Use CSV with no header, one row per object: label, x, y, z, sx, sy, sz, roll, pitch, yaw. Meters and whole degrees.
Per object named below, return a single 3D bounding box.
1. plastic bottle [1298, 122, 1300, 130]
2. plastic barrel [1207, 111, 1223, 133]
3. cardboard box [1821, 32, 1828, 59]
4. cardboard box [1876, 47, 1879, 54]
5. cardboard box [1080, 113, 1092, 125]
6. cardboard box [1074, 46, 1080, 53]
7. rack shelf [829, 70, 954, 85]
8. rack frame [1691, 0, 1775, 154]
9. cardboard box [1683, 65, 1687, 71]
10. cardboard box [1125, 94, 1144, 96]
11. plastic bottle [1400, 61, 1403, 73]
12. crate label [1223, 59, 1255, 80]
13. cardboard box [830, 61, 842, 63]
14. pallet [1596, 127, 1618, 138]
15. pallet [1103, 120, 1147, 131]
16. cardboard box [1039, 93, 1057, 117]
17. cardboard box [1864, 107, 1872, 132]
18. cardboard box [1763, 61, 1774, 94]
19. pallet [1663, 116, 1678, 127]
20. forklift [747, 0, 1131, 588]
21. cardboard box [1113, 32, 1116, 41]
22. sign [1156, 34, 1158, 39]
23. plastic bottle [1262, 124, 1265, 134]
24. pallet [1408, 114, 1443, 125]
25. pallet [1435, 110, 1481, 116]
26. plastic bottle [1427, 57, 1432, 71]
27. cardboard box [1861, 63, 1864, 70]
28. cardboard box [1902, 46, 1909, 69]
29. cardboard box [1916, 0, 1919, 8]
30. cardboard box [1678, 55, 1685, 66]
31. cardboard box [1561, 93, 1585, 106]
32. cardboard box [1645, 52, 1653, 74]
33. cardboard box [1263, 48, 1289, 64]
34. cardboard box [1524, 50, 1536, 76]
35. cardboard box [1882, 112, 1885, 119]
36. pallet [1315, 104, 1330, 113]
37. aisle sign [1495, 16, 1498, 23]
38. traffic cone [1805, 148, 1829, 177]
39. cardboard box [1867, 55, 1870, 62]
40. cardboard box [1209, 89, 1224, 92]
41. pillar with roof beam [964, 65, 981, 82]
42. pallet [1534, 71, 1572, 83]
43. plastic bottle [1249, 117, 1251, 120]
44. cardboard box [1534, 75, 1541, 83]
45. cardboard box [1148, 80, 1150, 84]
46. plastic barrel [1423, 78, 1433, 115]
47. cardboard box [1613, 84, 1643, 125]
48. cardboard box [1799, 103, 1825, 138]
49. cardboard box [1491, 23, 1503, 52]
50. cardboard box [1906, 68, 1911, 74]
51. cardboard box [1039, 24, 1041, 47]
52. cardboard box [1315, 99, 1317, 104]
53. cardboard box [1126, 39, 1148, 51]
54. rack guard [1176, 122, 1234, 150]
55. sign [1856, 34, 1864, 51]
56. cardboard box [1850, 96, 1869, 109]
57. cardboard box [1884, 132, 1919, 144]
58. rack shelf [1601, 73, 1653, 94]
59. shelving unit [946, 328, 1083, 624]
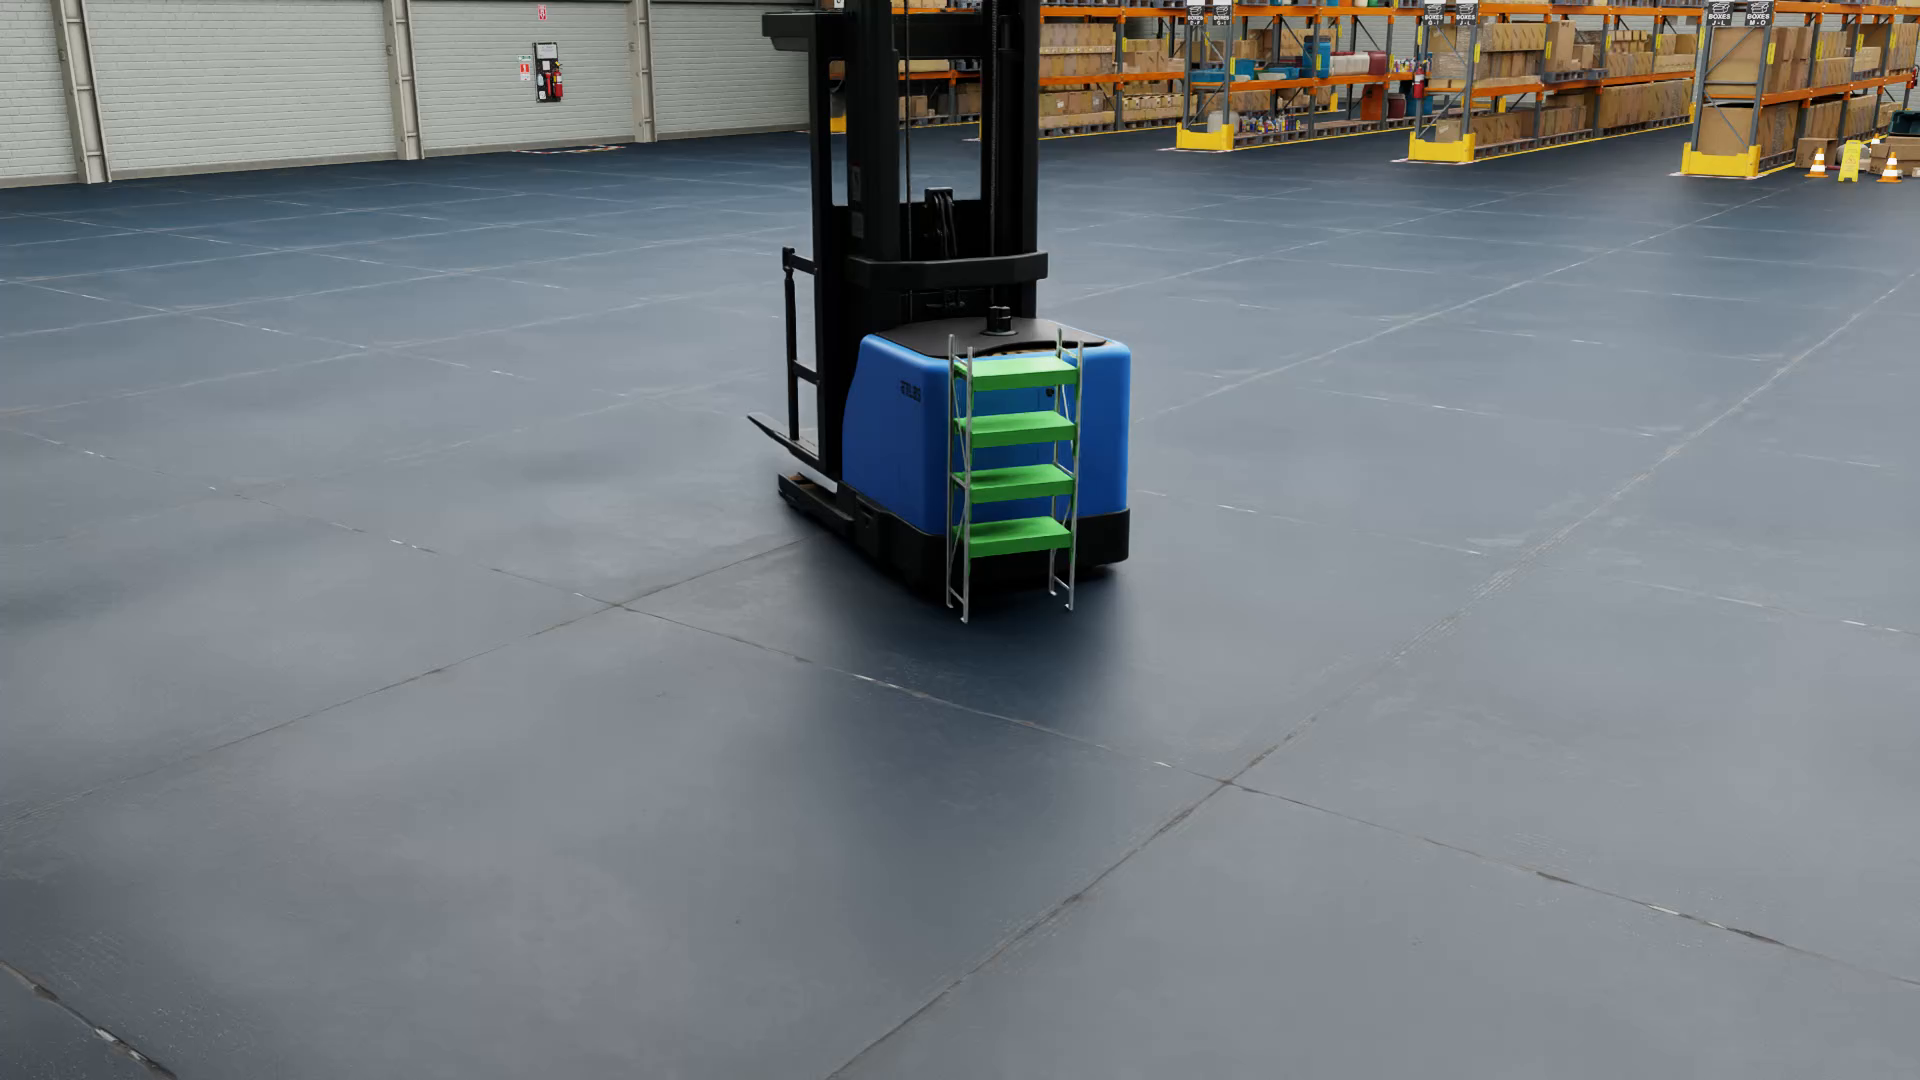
plastic bottle,7.416,-9.110,36.497,0.097,0.201,0.097,0,17,0
plastic barrel,5.329,-8.607,34.390,0.421,0.512,0.421,0,17,0
cardboard box,16.180,-9.489,31.888,0.700,0.500,0.500,13,21,35
cardboard box,19.808,-10.677,36.281,0.380,0.149,0.250,12,21,33
cardboard box,2.713,-9.753,38.520,0.500,0.250,0.500,12,21,35
cardboard box,2.502,-11.142,37.804,0.380,0.149,0.250,13,22,36
rack shelf,-1.766,-11.308,40.813,1.077,0.370,4.000,12,21,35
rack frame,12.899,-7.649,27.816,1.000,3.000,0.127,12,21,35
cardboard box,18.108,-11.916,41.981,0.380,0.149,0.250,13,21,36
cardboard box,4.324,-10.918,41.328,0.500,0.311,0.500,12,21,34
plastic bottle,10.675,-11.454,40.267,0.061,0.283,0.133,12,21,35
crate label,5.878,-9.928,35.095,0.502,0.435,0.616,12,21,35
cardboard box,-2.848,-11.621,39.563,0.500,0.500,0.500,12,21,34
pallet,14.273,-9.298,37.828,1.003,0.211,1.213,12,21,35
pallet,3.814,-10.104,40.425,1.003,0.211,1.213,12,21,35
cardboard box,1.817,-9.754,37.260,0.500,0.500,0.500,12,21,35
cardboard box,19.505,-9.171,36.224,0.500,0.500,0.500,12,21,33
cardboard box,13.394,-7.952,28.539,0.875,0.550,0.550,12,21,35
pallet,17.369,-10.535,41.812,1.003,0.211,1.213,12,21,35
forklift,-0.309,-1.579,8.385,1.130,2.935,3.031,-8,19,-24
cardboard box,4.119,-14.434,47.699,0.500,0.250,0.500,13,22,36
sign,6.133,-15.537,51.624,0.100,0.325,0.005,12,21,35
plastic bottle,6.391,-8.700,35.177,0.097,0.201,0.097,0,17,0
pallet,11.655,-10.775,42.584,1.003,0.211,1.213,12,21,35
pallet,13.282,-11.425,44.678,1.003,0.211,1.213,12,21,35
plastic bottle,11.753,-11.938,41.713,0.144,0.351,0.185,12,21,35
cardboard box,18.883,-10.022,35.174,0.380,0.149,0.250,13,21,35
cardboard box,21.766,-11.253,38.752,0.500,0.500,0.500,13,21,35
cardboard box,22.076,-12.543,38.771,0.500,0.250,0.500,12,21,35
cardboard box,17.828,-12.026,41.664,0.500,0.250,0.500,12,21,33
cardboard box,13.368,-9.664,36.516,0.500,0.250,0.500,13,22,37
cardboard box,16.067,-11.296,39.391,0.500,0.500,0.500,12,21,35
cardboard box,8.695,-13.280,45.781,0.500,0.500,0.500,13,22,36
cardboard box,11.042,-9.596,33.415,0.875,0.500,0.500,12,21,35
cardboard box,21.063,-9.784,38.288,0.380,0.149,0.250,14,22,37
pallet,10.036,-12.572,48.371,1.003,0.211,1.213,12,21,35
aisle sign,14.810,-14.442,45.309,0.394,0.787,0.004,12,21,35
traffic cone,14.356,-6.313,27.792,0.336,0.463,0.334,12,21,35
cardboard box,19.188,-10.285,35.520,0.380,0.149,0.250,13,21,35
cardboard box,6.794,-12.103,44.370,0.500,0.250,0.500,12,21,34
pillar with roof beam,3.797,-15.028,41.464,9.100,9.000,0.400,12,21,35
pallet,11.932,-9.567,34.316,1.003,0.211,1.213,12,21,35
plastic bottle,6.323,-9.094,36.310,0.061,0.283,0.133,14,22,37
cardboard box,11.468,-9.279,33.489,0.380,0.149,0.250,12,21,35
cardboard box,5.551,-13.942,50.496,0.380,0.149,0.250,13,21,35
plastic barrel,11.811,-11.355,42.580,0.600,0.901,0.708,12,21,35
cardboard box,15.229,-10.224,38.985,1.225,0.875,0.875,12,21,33
cardboard box,16.158,-8.121,32.421,1.050,0.750,0.750,12,21,35
cardboard box,9.826,-9.417,31.155,0.500,0.500,0.500,12,21,35
cardboard box,22.466,-11.212,39.714,0.380,0.149,0.250,12,21,35
cardboard box,1.343,-11.090,36.540,0.700,0.500,0.500,13,21,35
cardboard box,10.116,-12.715,48.166,0.380,0.166,0.250,12,21,35
cardboard box,4.968,-14.476,49.295,0.980,0.700,0.700,12,21,33
rack guard,5.006,-8.257,33.991,1.175,0.500,0.348,12,21,35
sign,18.114,-10.010,33.467,0.100,0.325,0.005,12,21,35
cardboard box,19.188,-9.401,35.702,0.500,0.250,0.500,11,21,32
cardboard box,16.499,-6.761,28.937,0.797,0.637,0.503,12,21,35
rack shelf,14.935,-10.588,38.493,1.077,0.370,4.000,12,21,35
shelving unit,0.224,-0.271,7.076,0.503,1.200,0.258,-6,21,-19
